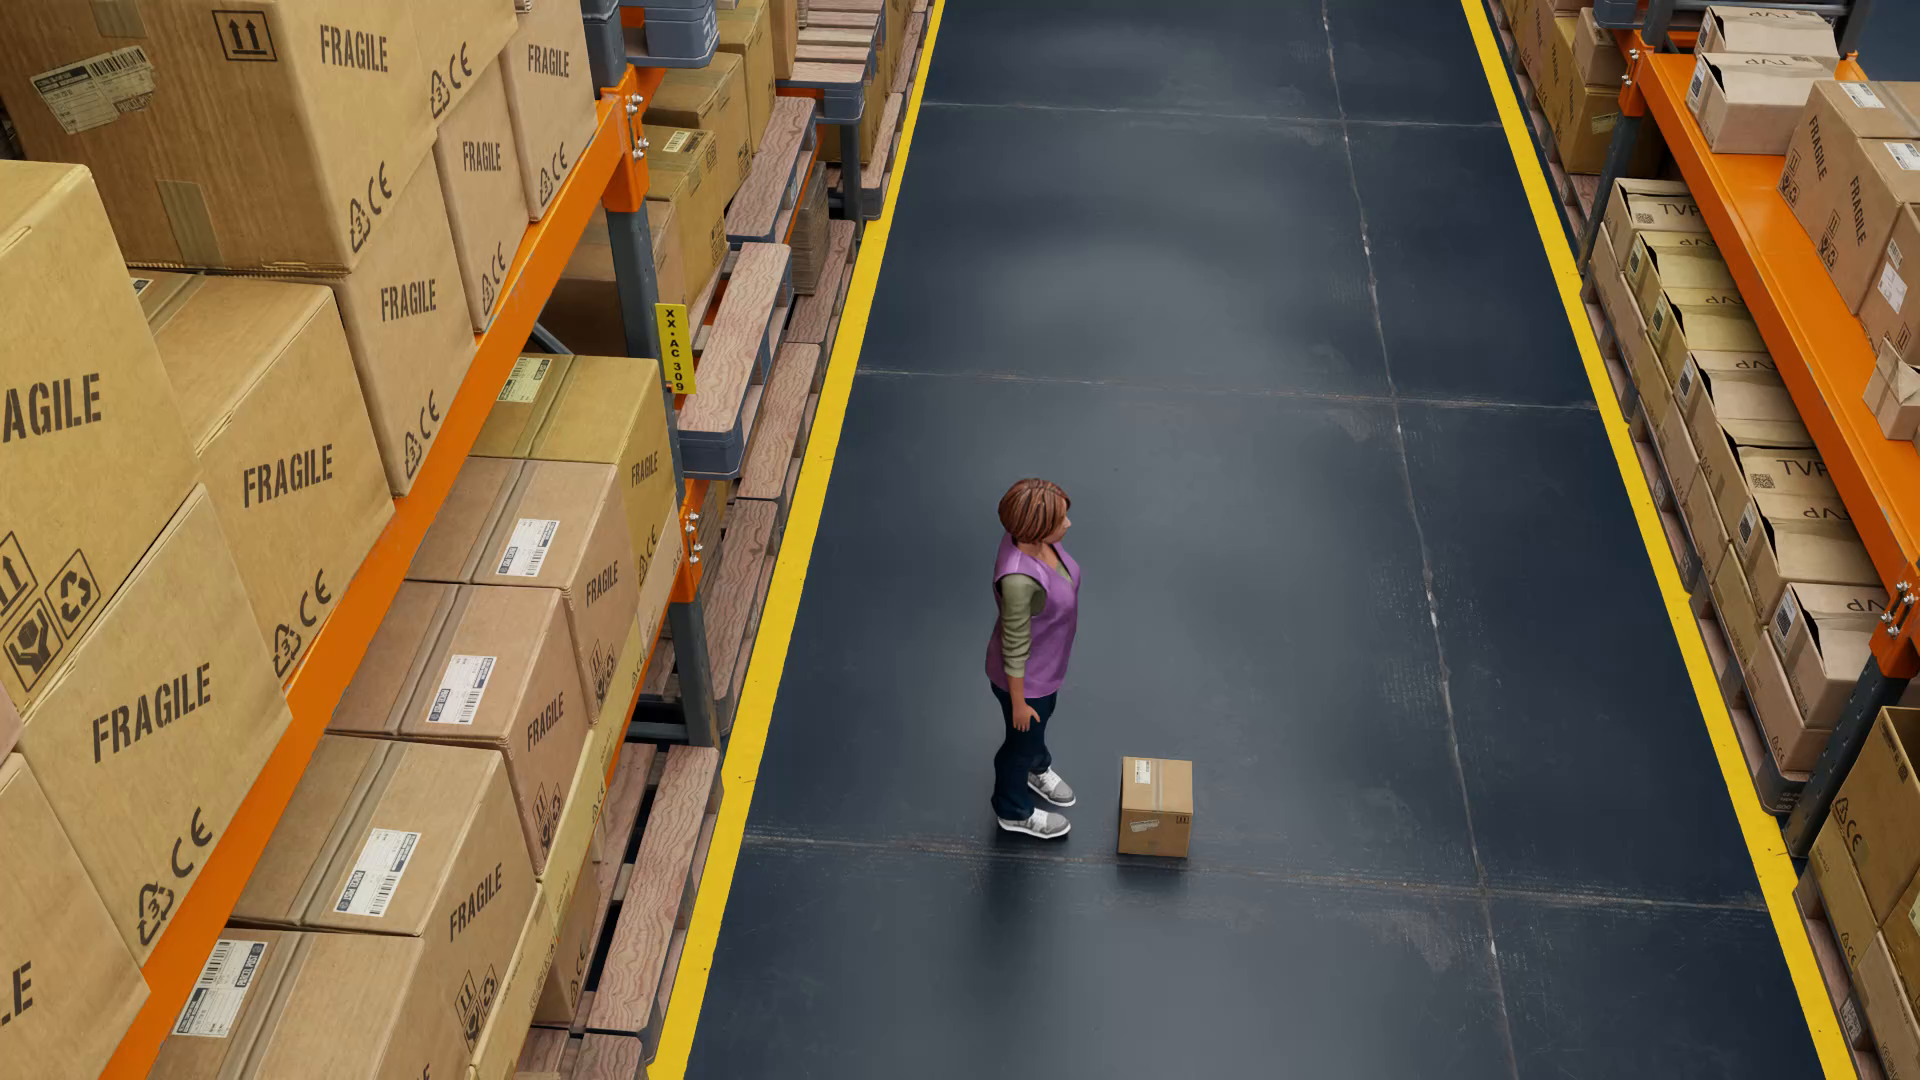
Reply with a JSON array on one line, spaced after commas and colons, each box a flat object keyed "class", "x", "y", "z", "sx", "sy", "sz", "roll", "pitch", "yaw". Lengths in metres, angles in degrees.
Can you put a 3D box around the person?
[{"class": "person", "x": 0.253, "y": 0.428, "z": 5.665, "sx": 0.329, "sy": 1.616, "sz": 0.465, "roll": 7, "pitch": 41, "yaw": 8}]
